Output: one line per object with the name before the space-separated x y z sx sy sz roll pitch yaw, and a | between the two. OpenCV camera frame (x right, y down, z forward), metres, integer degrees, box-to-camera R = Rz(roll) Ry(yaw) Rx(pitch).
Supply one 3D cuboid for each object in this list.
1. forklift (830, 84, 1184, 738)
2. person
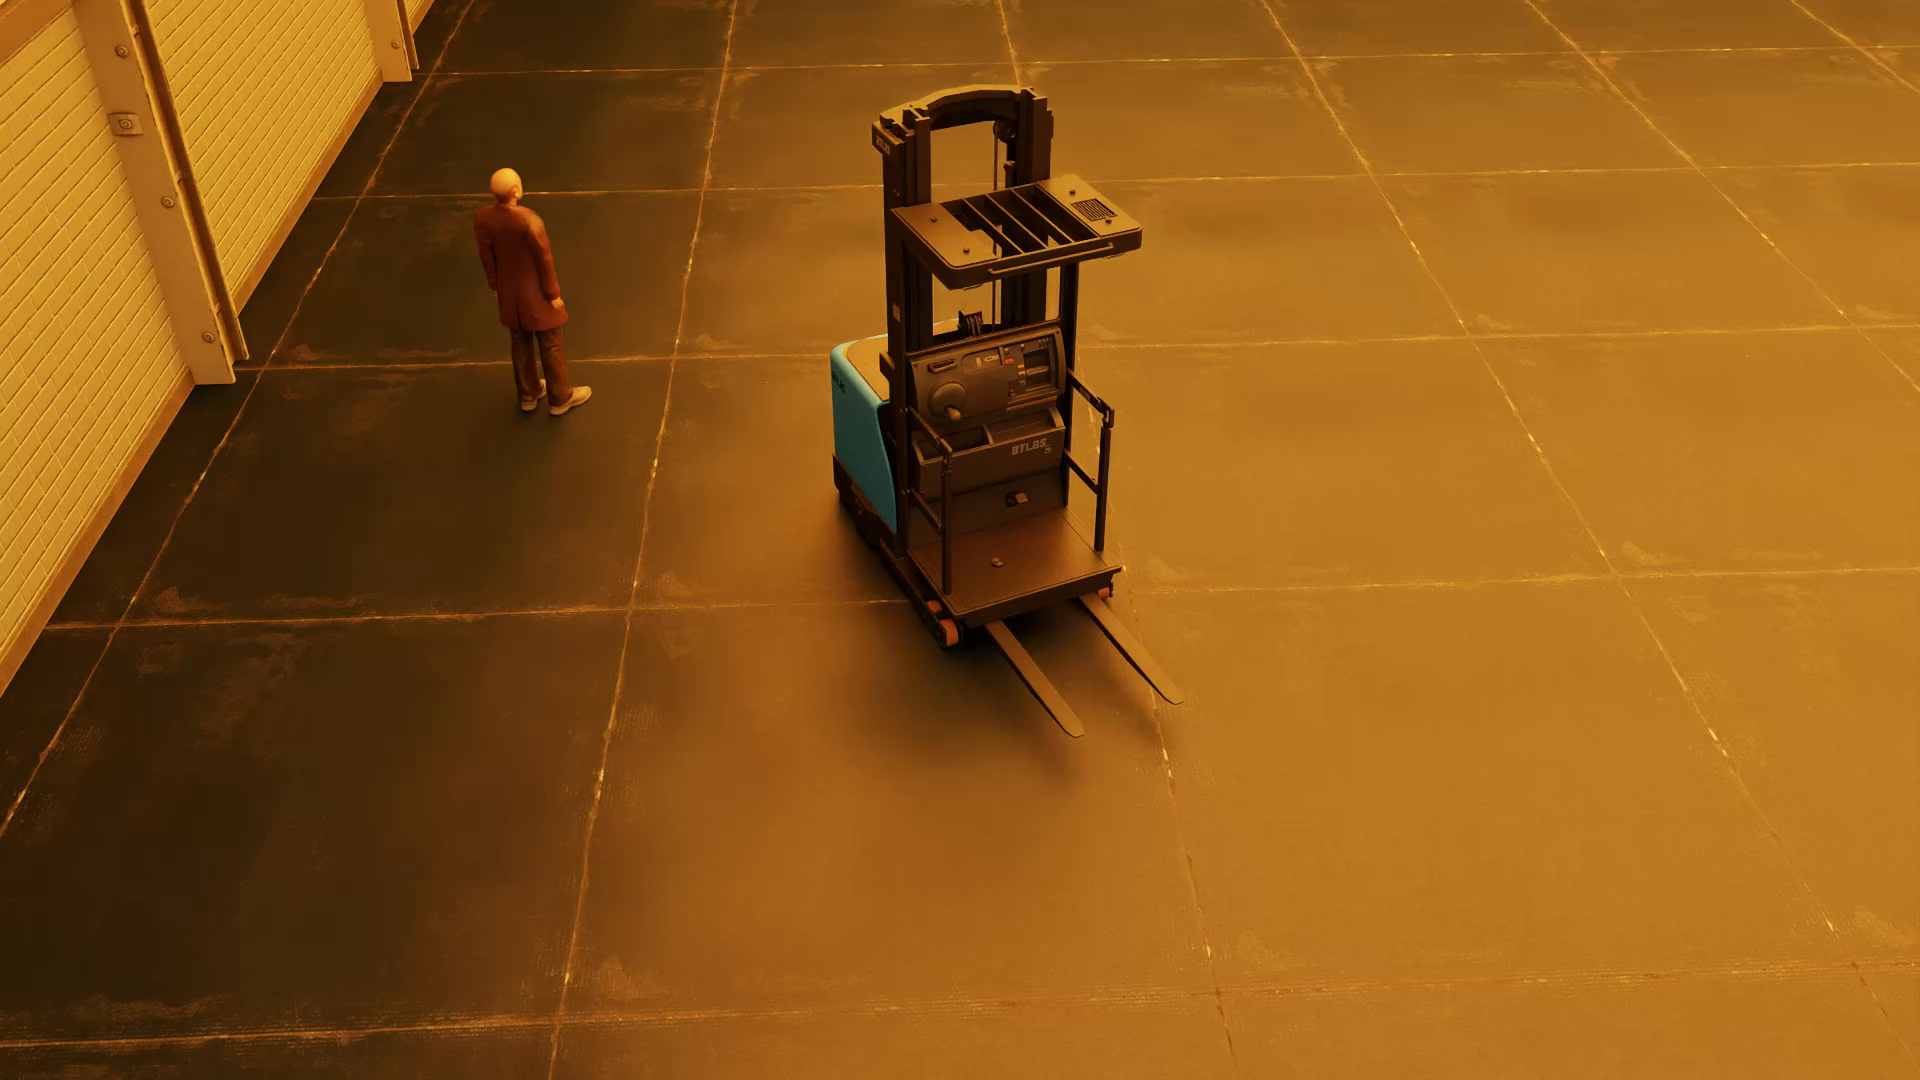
forklift | 0.258 -0.860 9.192 1.130 2.935 3.031 -15 39 -20
person | -2.935 -1.710 11.334 0.547 1.782 0.392 12 38 16
